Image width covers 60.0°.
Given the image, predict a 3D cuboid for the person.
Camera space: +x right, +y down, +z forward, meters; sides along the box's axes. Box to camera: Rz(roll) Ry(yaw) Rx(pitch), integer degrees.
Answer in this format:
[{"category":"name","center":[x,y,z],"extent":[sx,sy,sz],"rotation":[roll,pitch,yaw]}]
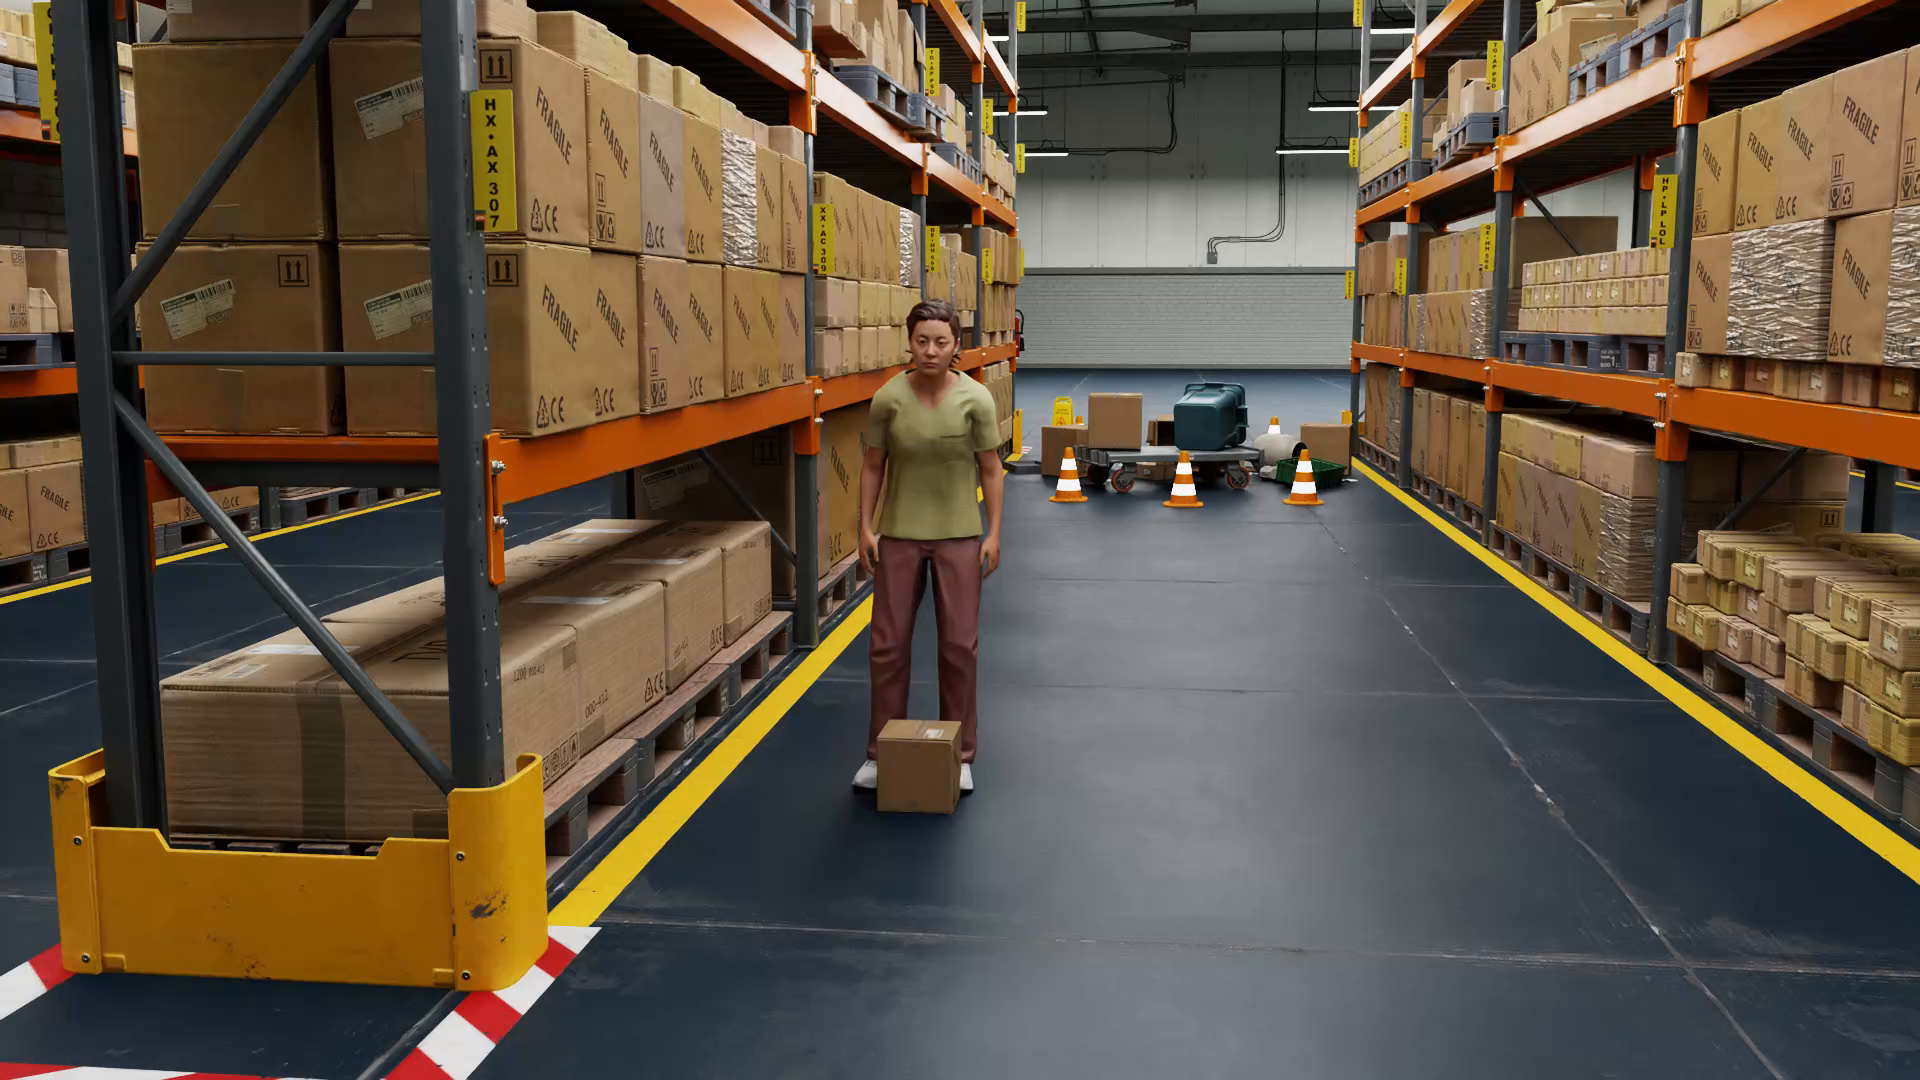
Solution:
[{"category":"person","center":[-0.107,0.016,5.693],"extent":[0.506,1.671,0.364],"rotation":[1,8,5]}]
